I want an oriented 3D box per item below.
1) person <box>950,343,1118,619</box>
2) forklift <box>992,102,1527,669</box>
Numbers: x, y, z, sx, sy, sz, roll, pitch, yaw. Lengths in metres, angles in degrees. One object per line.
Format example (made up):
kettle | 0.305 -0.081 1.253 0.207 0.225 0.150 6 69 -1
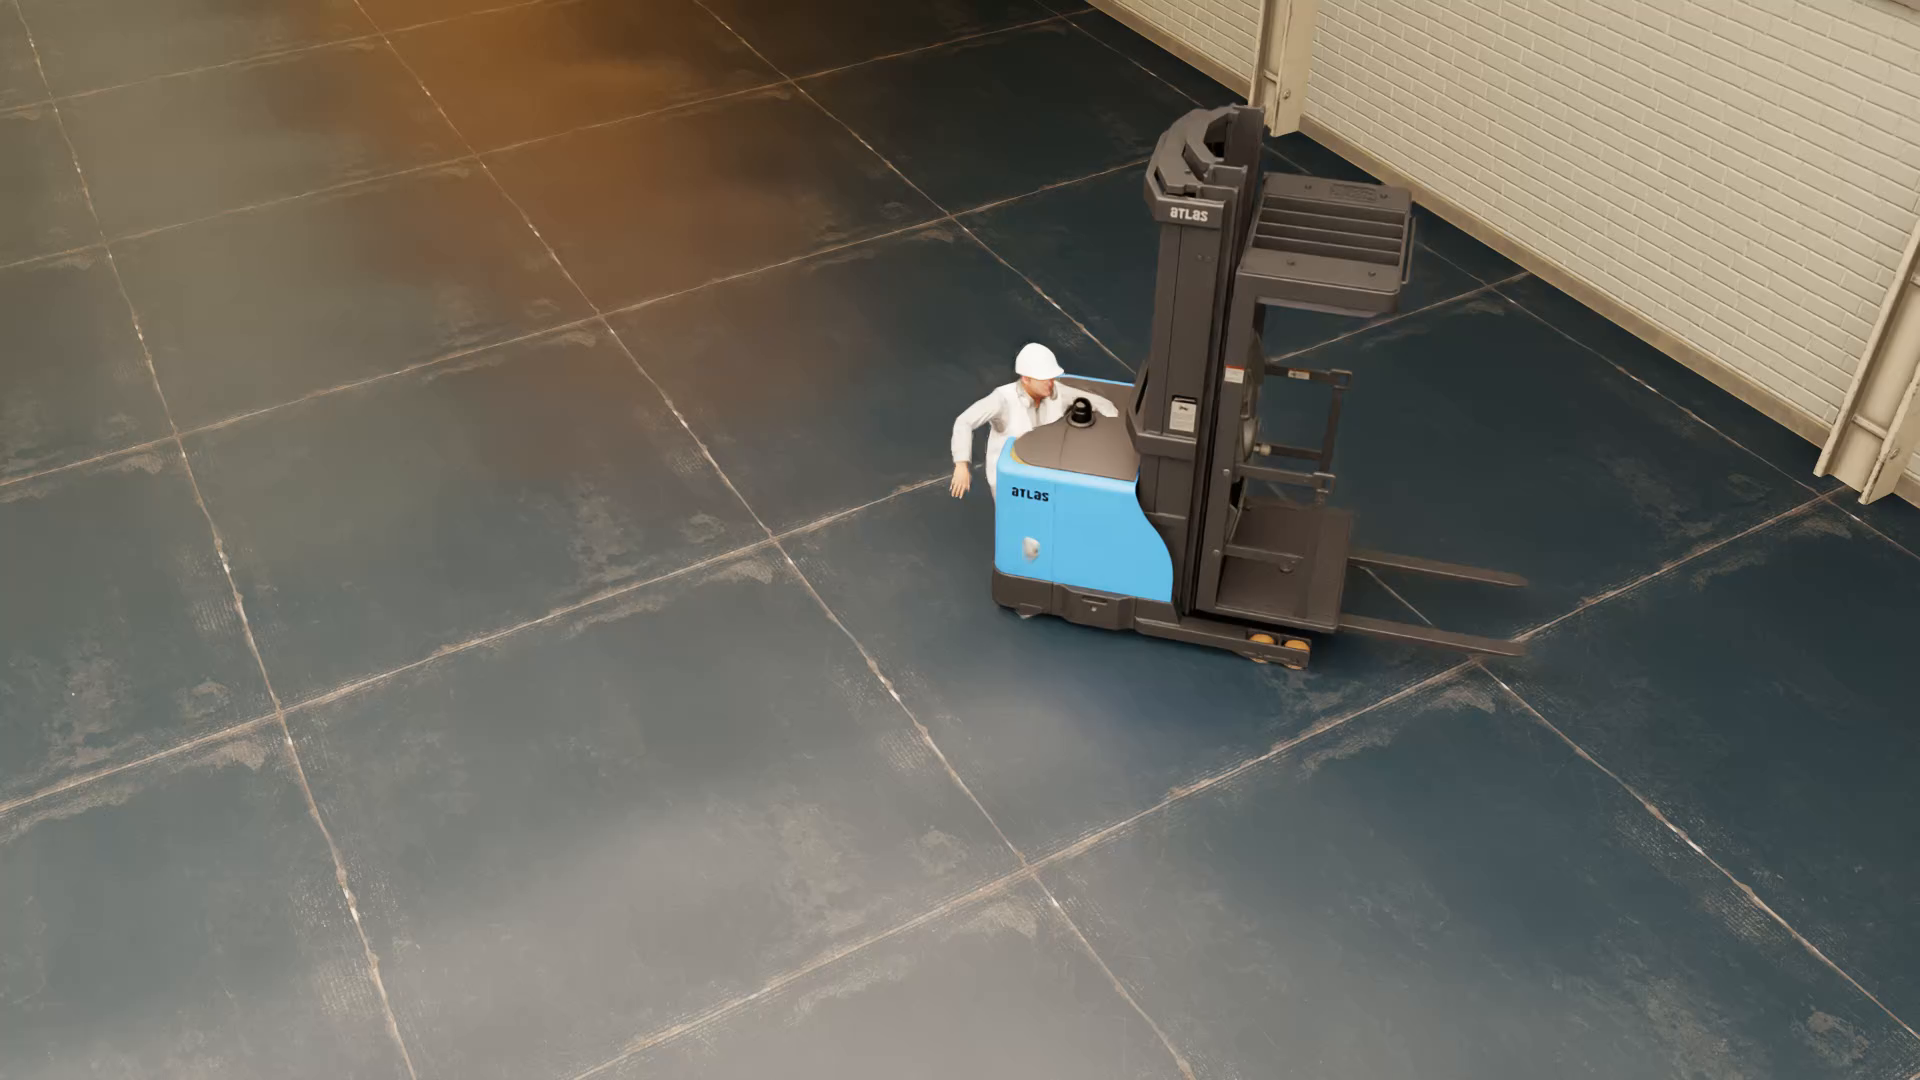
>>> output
person | 0.445 -0.315 9.497 1.093 1.576 0.795 -20 44 -22
forklift | 1.763 -0.773 8.969 3.031 2.935 1.130 10 41 12
